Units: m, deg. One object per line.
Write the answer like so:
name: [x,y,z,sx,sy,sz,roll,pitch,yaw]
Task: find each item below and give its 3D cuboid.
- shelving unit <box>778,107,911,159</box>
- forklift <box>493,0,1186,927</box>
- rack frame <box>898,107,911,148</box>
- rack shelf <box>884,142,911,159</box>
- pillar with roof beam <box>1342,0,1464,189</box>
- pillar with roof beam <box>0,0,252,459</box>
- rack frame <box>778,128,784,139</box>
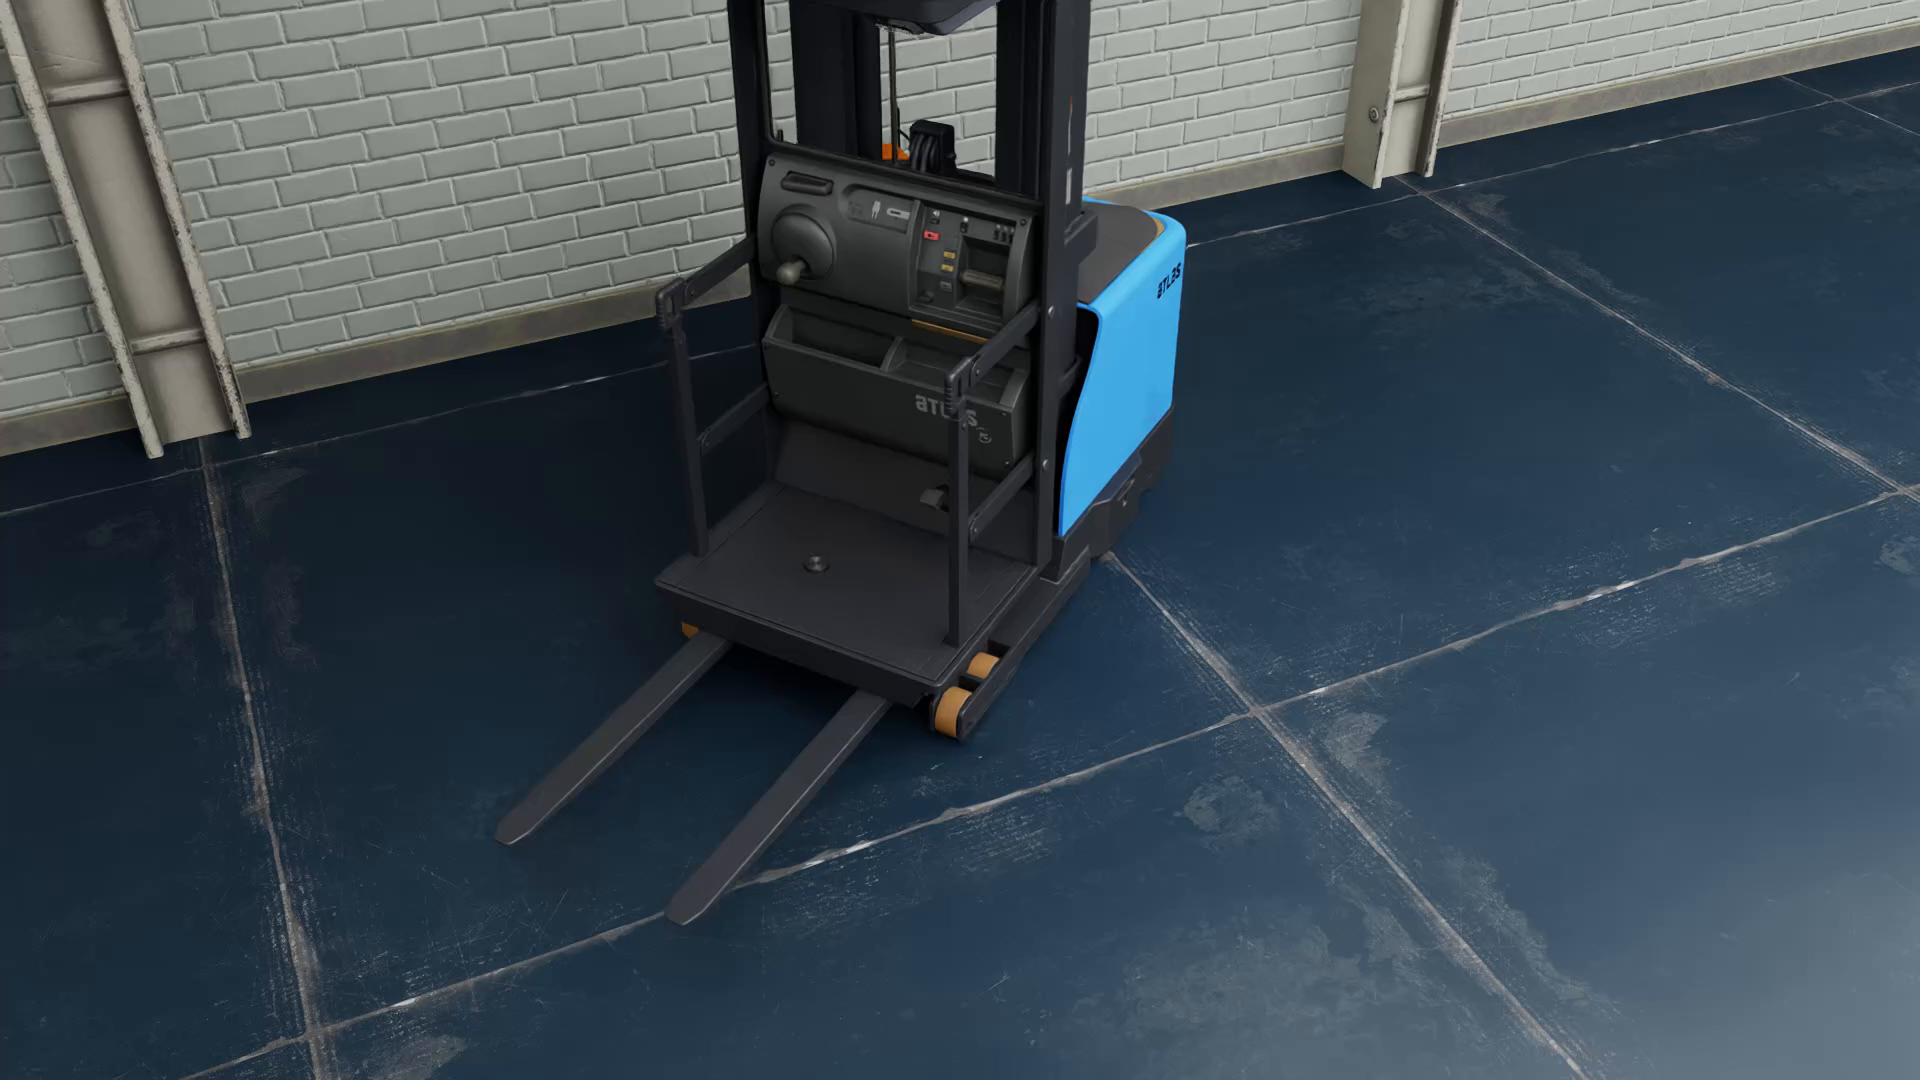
shelving unit: [-0.416,-1.090,6.712,0.503,1.200,0.258,-16,40,-21]
forklift: [-0.313,-0.846,4.930,1.130,2.935,3.031,18,40,23]
rack frame: [-0.197,-1.154,6.799,0.015,1.200,0.240,-16,40,-21]
rack shelf: [-0.416,-1.406,6.478,0.480,0.148,0.258,-16,40,-21]
pillar with roof beam: [4.110,-3.271,3.106,0.400,9.000,9.100,-16,39,-20]
pillar with roof beam: [-1.321,-1.752,1.058,0.400,9.000,9.100,-16,39,-20]
rack frame: [-0.634,-1.026,6.626,0.015,1.200,0.240,-16,40,-21]
